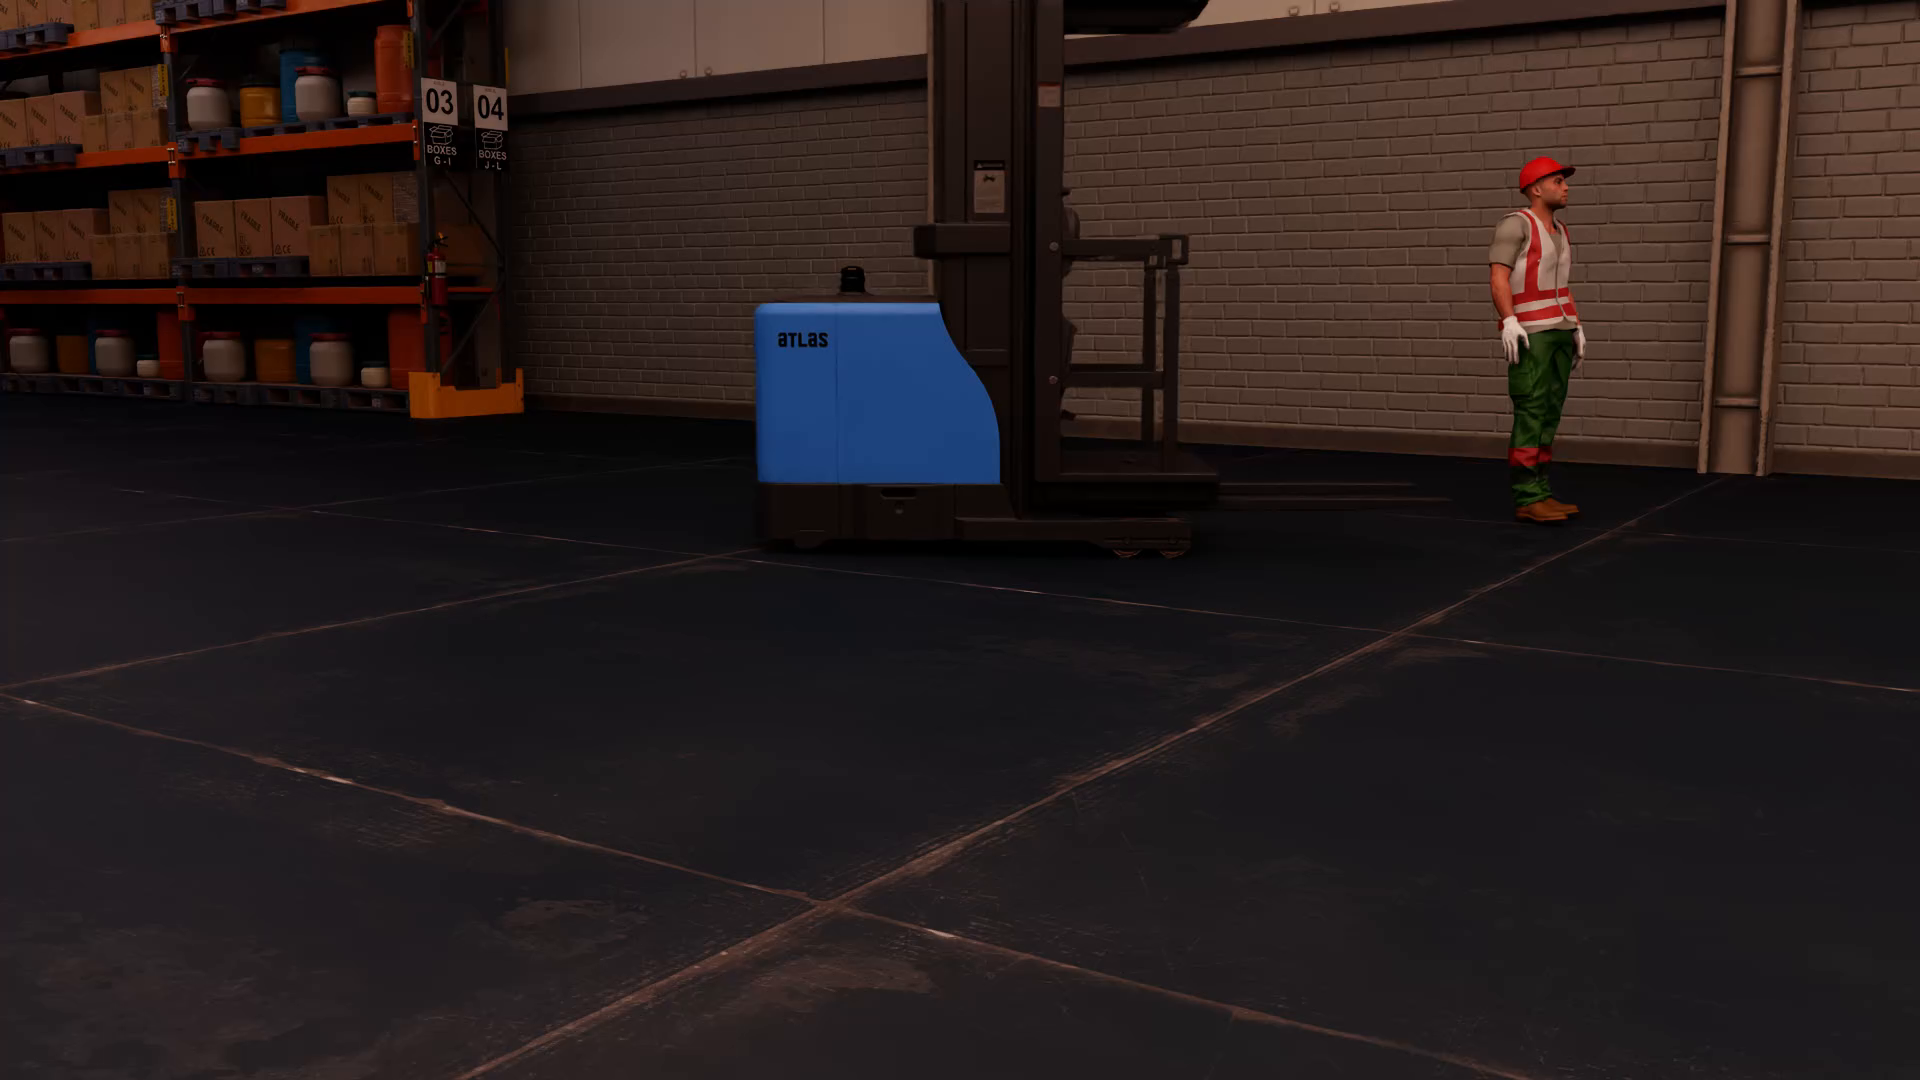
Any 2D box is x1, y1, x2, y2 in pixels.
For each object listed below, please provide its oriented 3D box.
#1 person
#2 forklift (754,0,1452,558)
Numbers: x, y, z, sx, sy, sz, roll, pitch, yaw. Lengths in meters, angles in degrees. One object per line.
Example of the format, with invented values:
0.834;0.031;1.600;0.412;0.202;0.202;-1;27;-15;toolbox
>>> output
2.950;-1.006;8.274;0.641;1.788;0.565;-6;10;-37;person
0.633;-1.452;7.406;3.031;2.935;1.130;0;8;1;forklift
